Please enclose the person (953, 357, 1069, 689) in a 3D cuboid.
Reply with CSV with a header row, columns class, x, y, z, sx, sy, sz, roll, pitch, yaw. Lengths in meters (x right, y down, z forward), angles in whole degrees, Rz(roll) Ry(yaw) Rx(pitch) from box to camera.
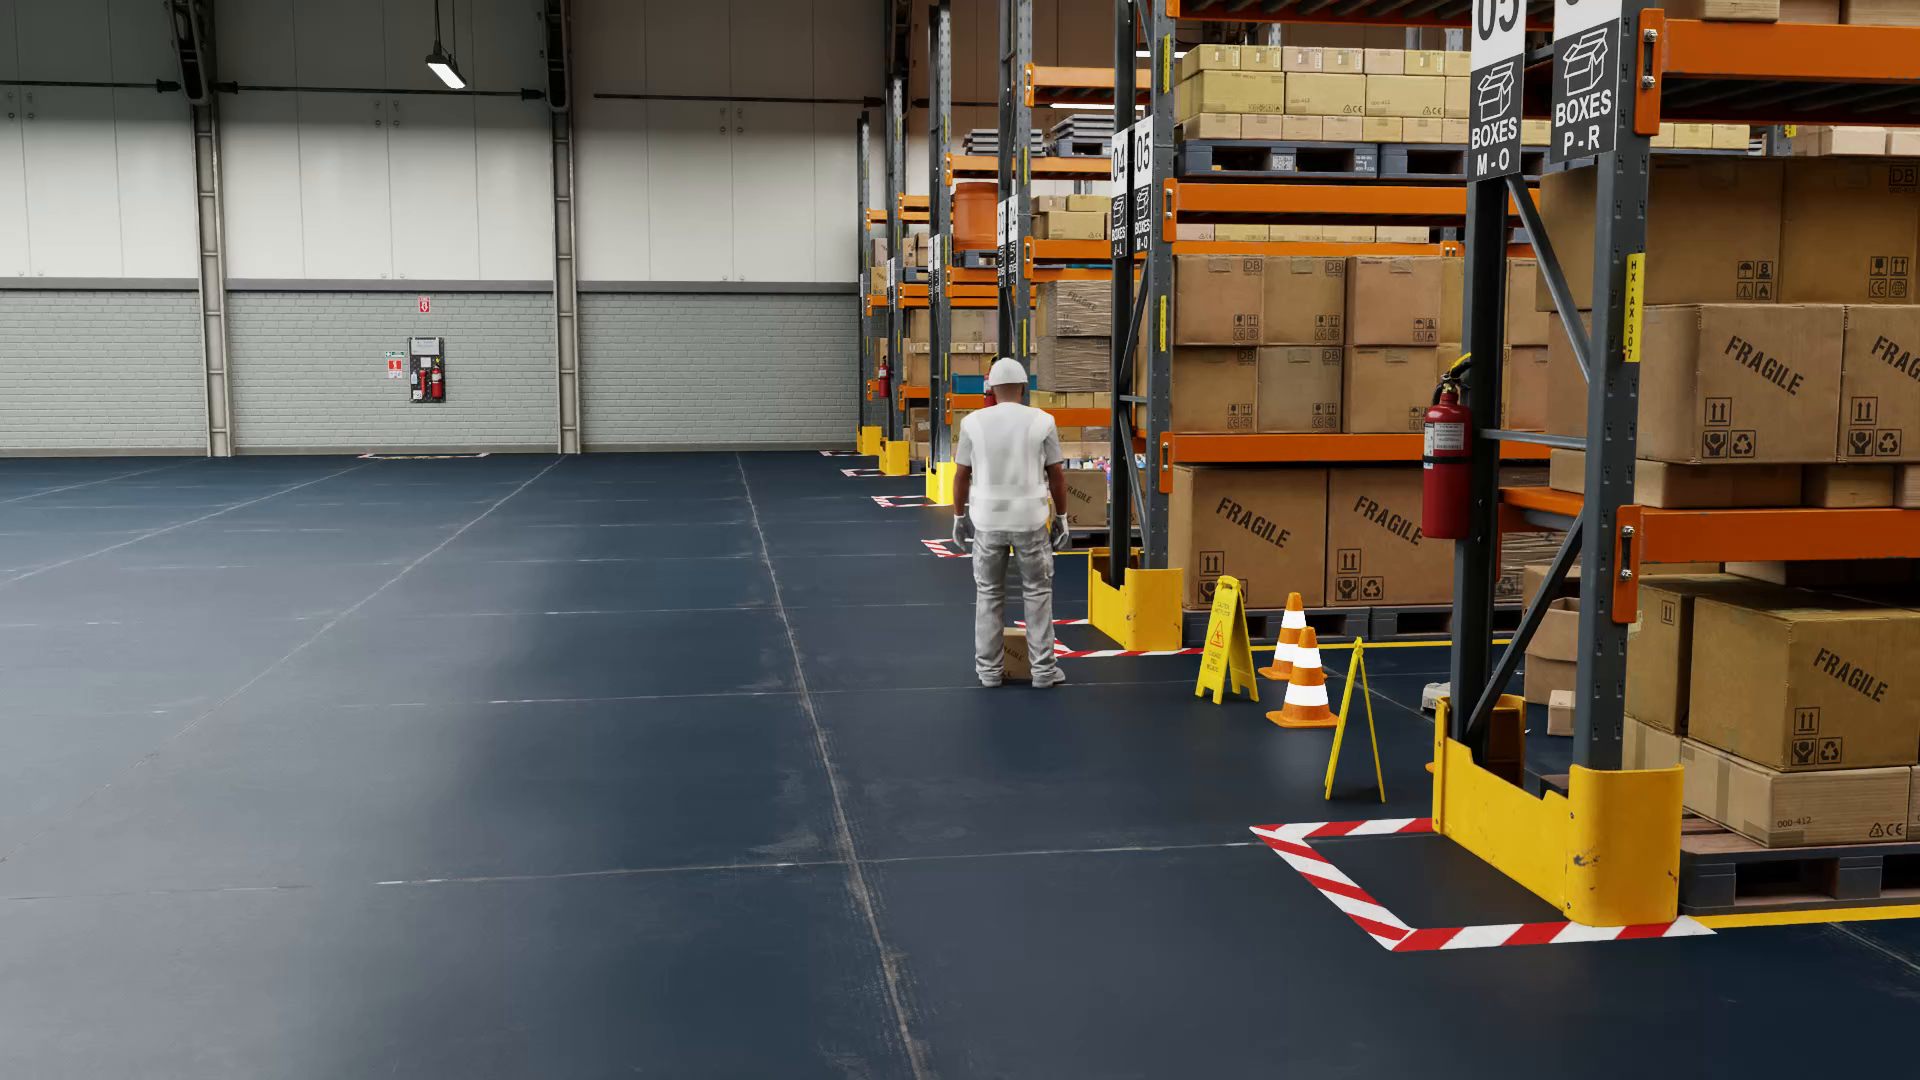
class,x,y,z,sx,sy,sz,roll,pitch,yaw
person,0.272,-0.095,9.005,0.629,1.775,0.444,1,6,6
